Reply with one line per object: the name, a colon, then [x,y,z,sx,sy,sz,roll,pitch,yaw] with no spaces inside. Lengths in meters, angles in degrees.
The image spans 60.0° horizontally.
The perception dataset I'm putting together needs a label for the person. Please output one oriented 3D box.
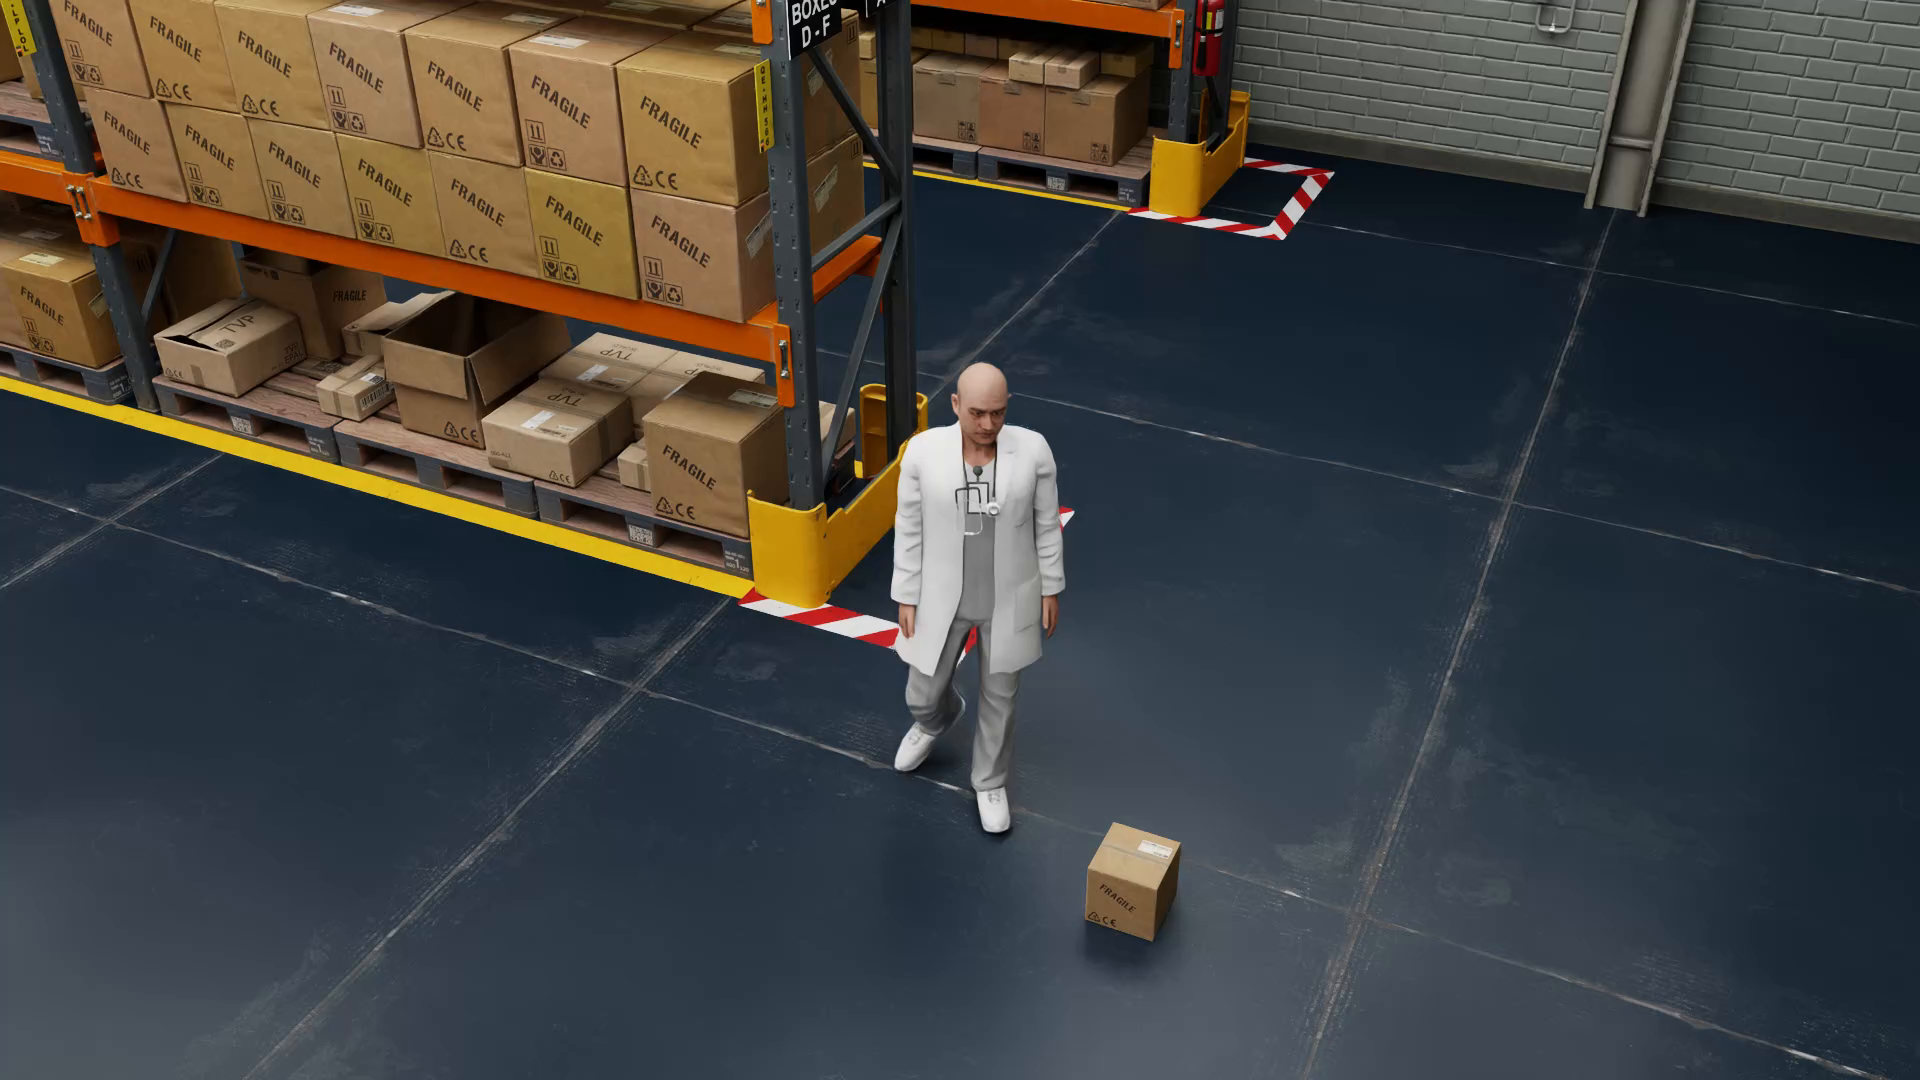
person: [0.061,0.189,5.847,0.622,1.778,0.602,0,33,0]
